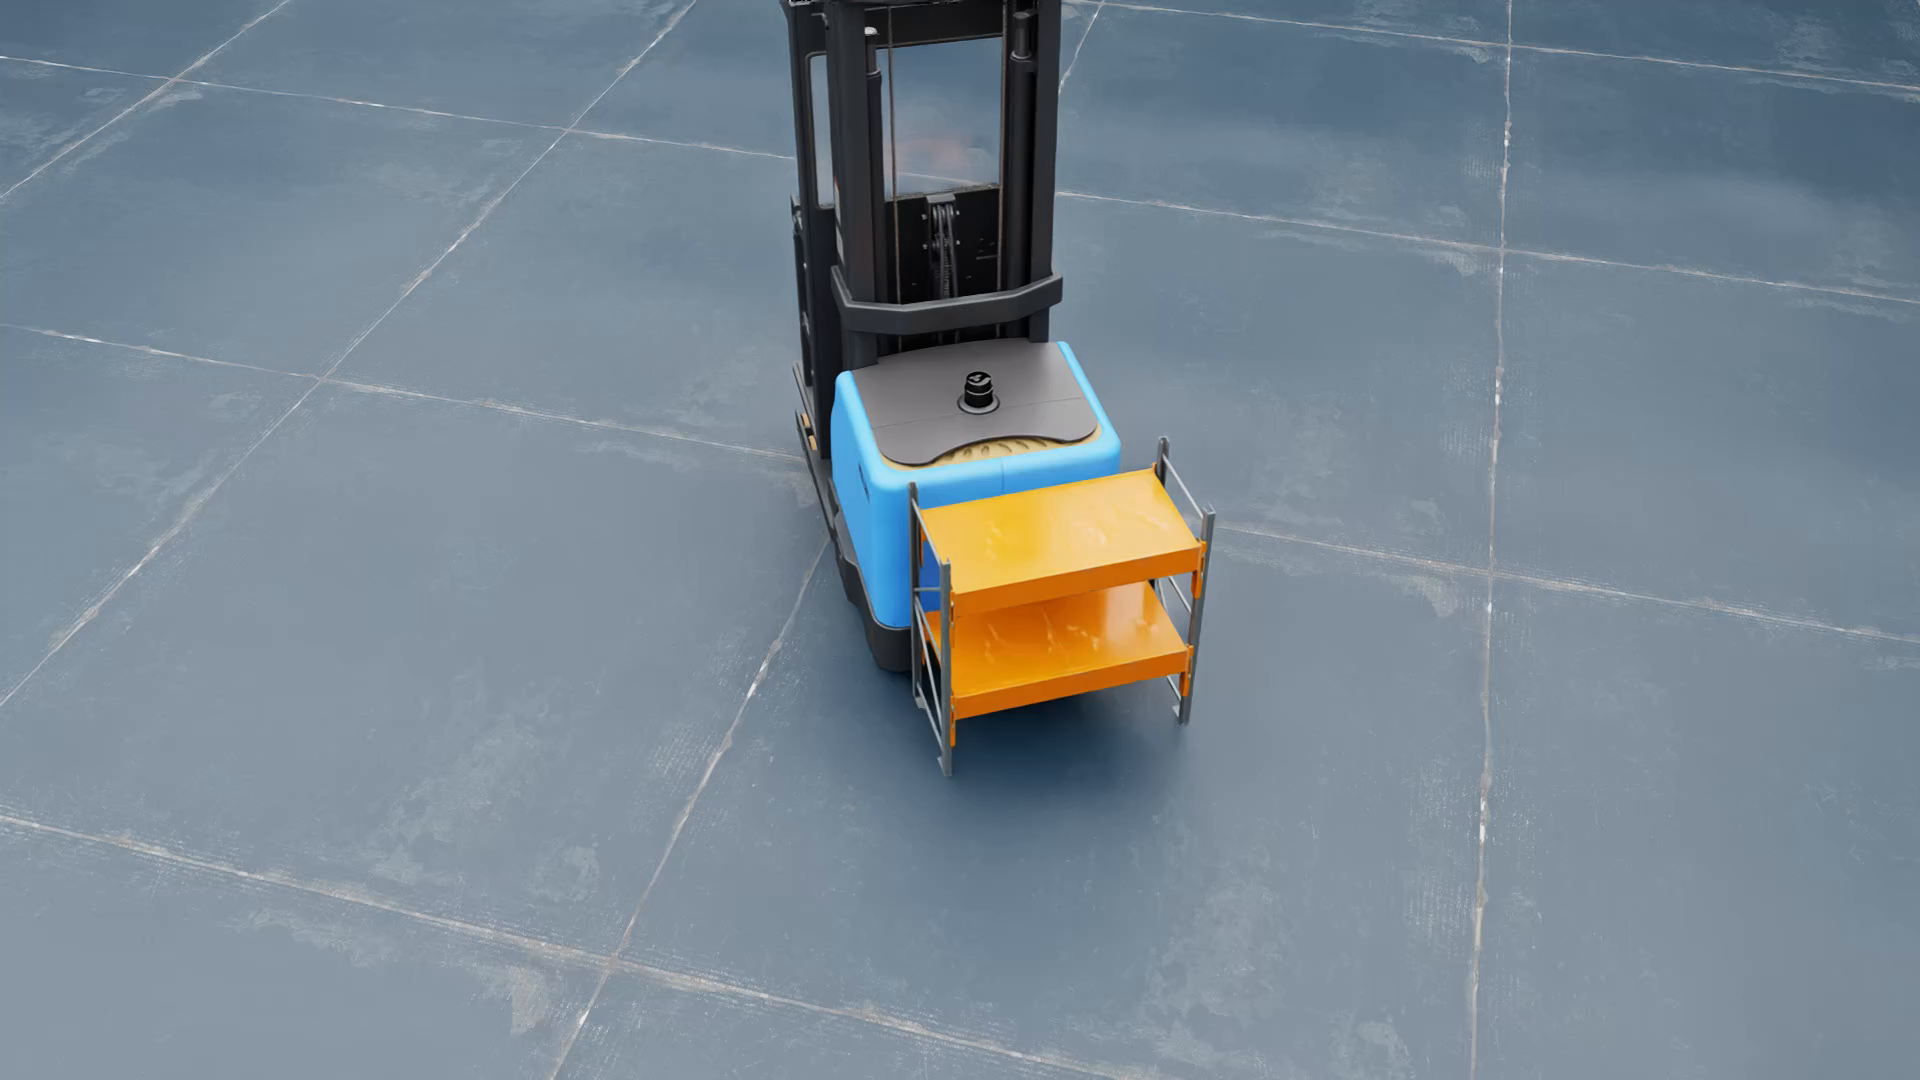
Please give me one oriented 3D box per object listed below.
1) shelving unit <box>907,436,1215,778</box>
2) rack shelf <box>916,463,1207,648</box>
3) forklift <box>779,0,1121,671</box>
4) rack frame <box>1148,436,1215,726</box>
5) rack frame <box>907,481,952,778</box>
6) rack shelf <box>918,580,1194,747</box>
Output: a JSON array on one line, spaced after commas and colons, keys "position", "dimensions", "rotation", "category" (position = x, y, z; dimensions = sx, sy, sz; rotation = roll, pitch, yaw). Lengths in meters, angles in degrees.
[{"position": [0.372, 0.271, 6.577], "dimensions": [1.048, 1.125, 0.538], "rotation": [-11, 41, -12], "category": "shelving unit"}, {"position": [0.372, 0.047, 6.389], "dimensions": [1.000, 0.278, 0.538], "rotation": [-11, 41, -12], "category": "rack shelf"}, {"position": [-0.196, -1.525, 7.312], "dimensions": [1.130, 2.935, 3.031], "rotation": [-9, 41, -11], "category": "forklift"}, {"position": [0.860, 0.180, 6.686], "dimensions": [0.032, 1.125, 0.500], "rotation": [-11, 41, -12], "category": "rack frame"}, {"position": [-0.116, 0.363, 6.468], "dimensions": [0.032, 1.125, 0.500], "rotation": [-11, 41, -12], "category": "rack frame"}, {"position": [0.372, 0.458, 6.734], "dimensions": [1.000, 0.278, 0.538], "rotation": [-11, 41, -12], "category": "rack shelf"}]
